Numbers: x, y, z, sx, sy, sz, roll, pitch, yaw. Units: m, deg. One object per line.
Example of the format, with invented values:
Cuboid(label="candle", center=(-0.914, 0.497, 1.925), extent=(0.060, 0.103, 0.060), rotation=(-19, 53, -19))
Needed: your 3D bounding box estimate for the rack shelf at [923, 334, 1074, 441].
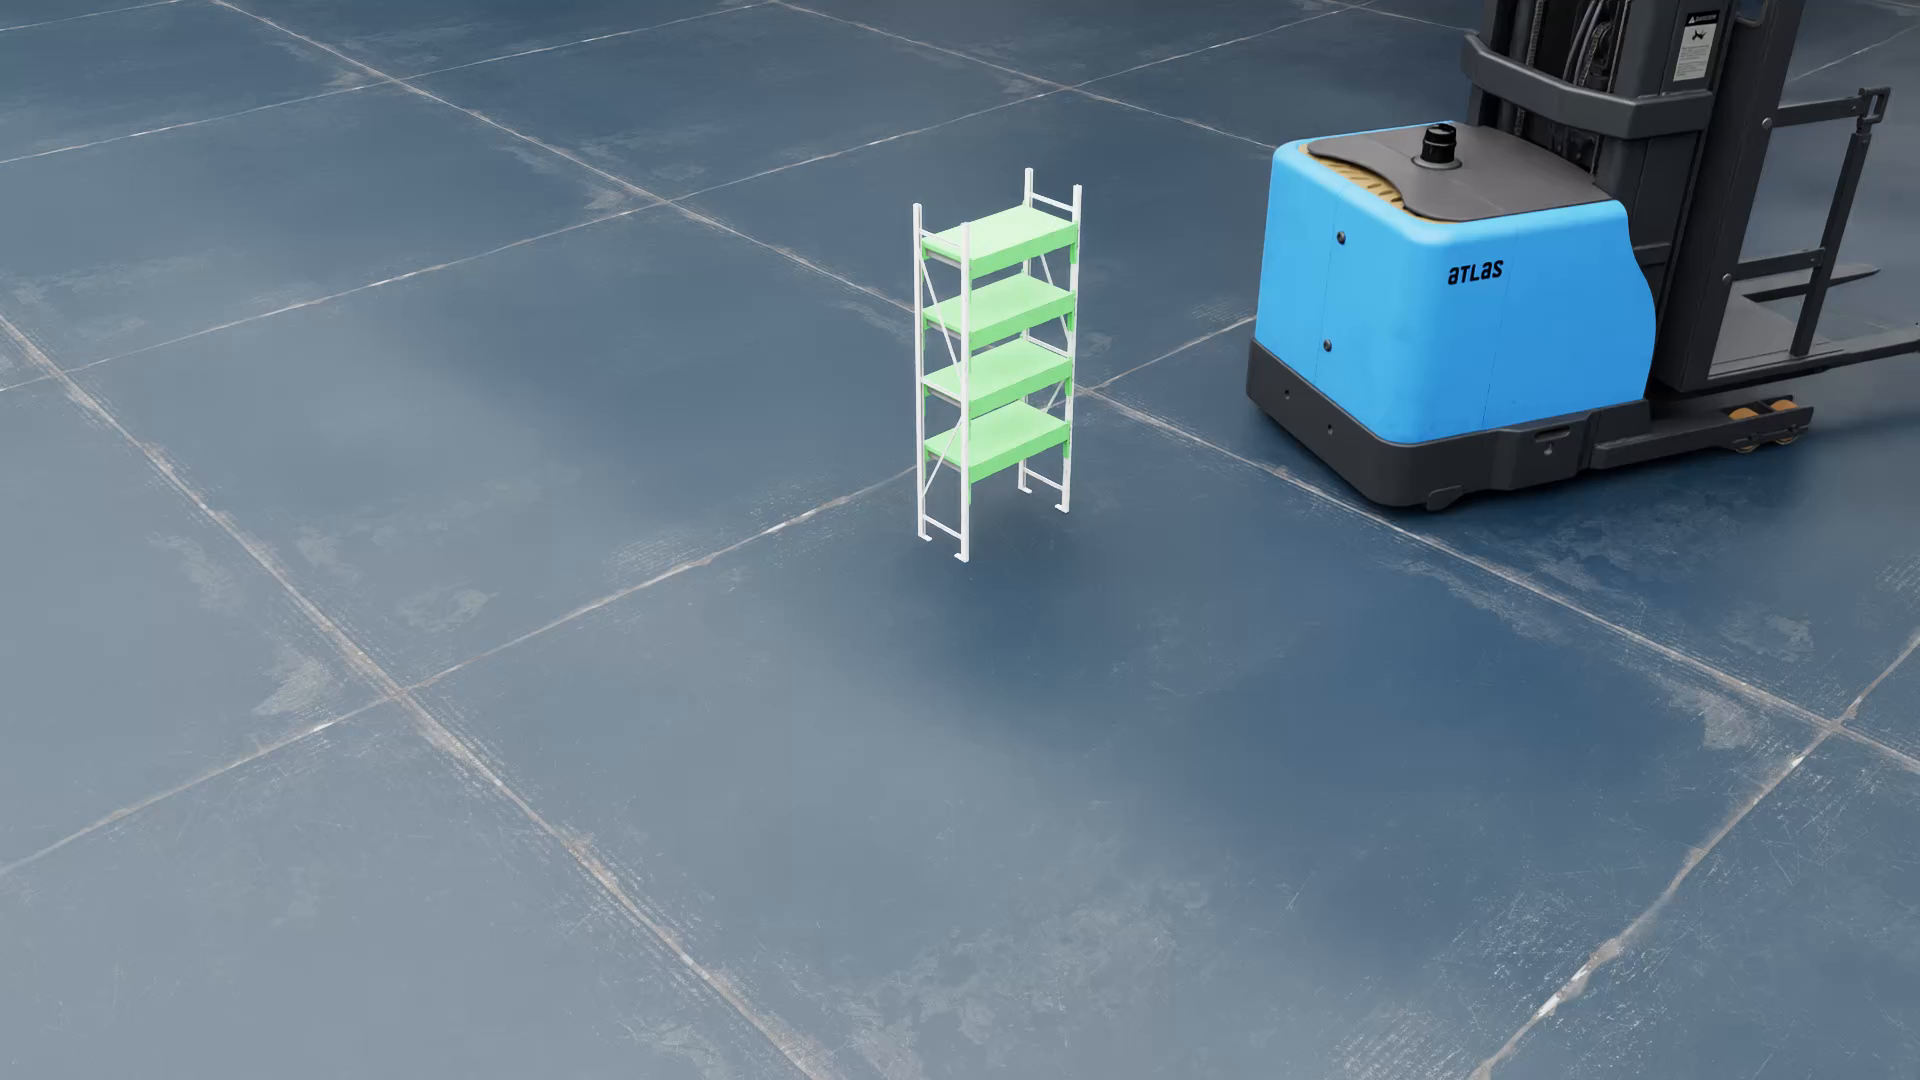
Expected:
Cuboid(label="rack shelf", center=(0.121, -0.516, 5.566), extent=(0.480, 0.148, 0.258), rotation=(-26, 40, -35))

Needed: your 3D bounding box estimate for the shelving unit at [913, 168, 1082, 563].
Cuboid(label="shelving unit", center=(0.121, -0.571, 5.533), extent=(0.503, 1.200, 0.258), rotation=(-26, 40, -35))

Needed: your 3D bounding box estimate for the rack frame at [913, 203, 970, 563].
Cuboid(label="rack frame", center=(-0.058, -0.484, 5.391), extent=(0.015, 1.200, 0.240), rotation=(-26, 40, -35))

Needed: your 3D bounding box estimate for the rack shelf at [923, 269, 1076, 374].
Cuboid(label="rack shelf", center=(0.121, -0.721, 5.441), extent=(0.480, 0.148, 0.258), rotation=(-26, 40, -35))

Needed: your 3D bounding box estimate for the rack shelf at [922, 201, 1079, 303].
Cuboid(label="rack shelf", center=(0.121, -0.926, 5.316), extent=(0.480, 0.148, 0.258), rotation=(-26, 40, -35))

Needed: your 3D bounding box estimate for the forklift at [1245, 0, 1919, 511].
Cuboid(label="forklift", center=(2.698, -1.825, 5.925), extent=(3.031, 2.935, 1.130), rotation=(-11, 33, -18))

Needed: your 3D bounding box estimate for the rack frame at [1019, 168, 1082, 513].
Cuboid(label="rack frame", center=(0.300, -0.657, 5.675), extent=(0.015, 1.200, 0.240), rotation=(-26, 40, -35))

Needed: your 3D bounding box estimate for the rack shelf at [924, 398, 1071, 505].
Cuboid(label="rack shelf", center=(0.121, -0.311, 5.692), extent=(0.480, 0.148, 0.258), rotation=(-26, 40, -35))
